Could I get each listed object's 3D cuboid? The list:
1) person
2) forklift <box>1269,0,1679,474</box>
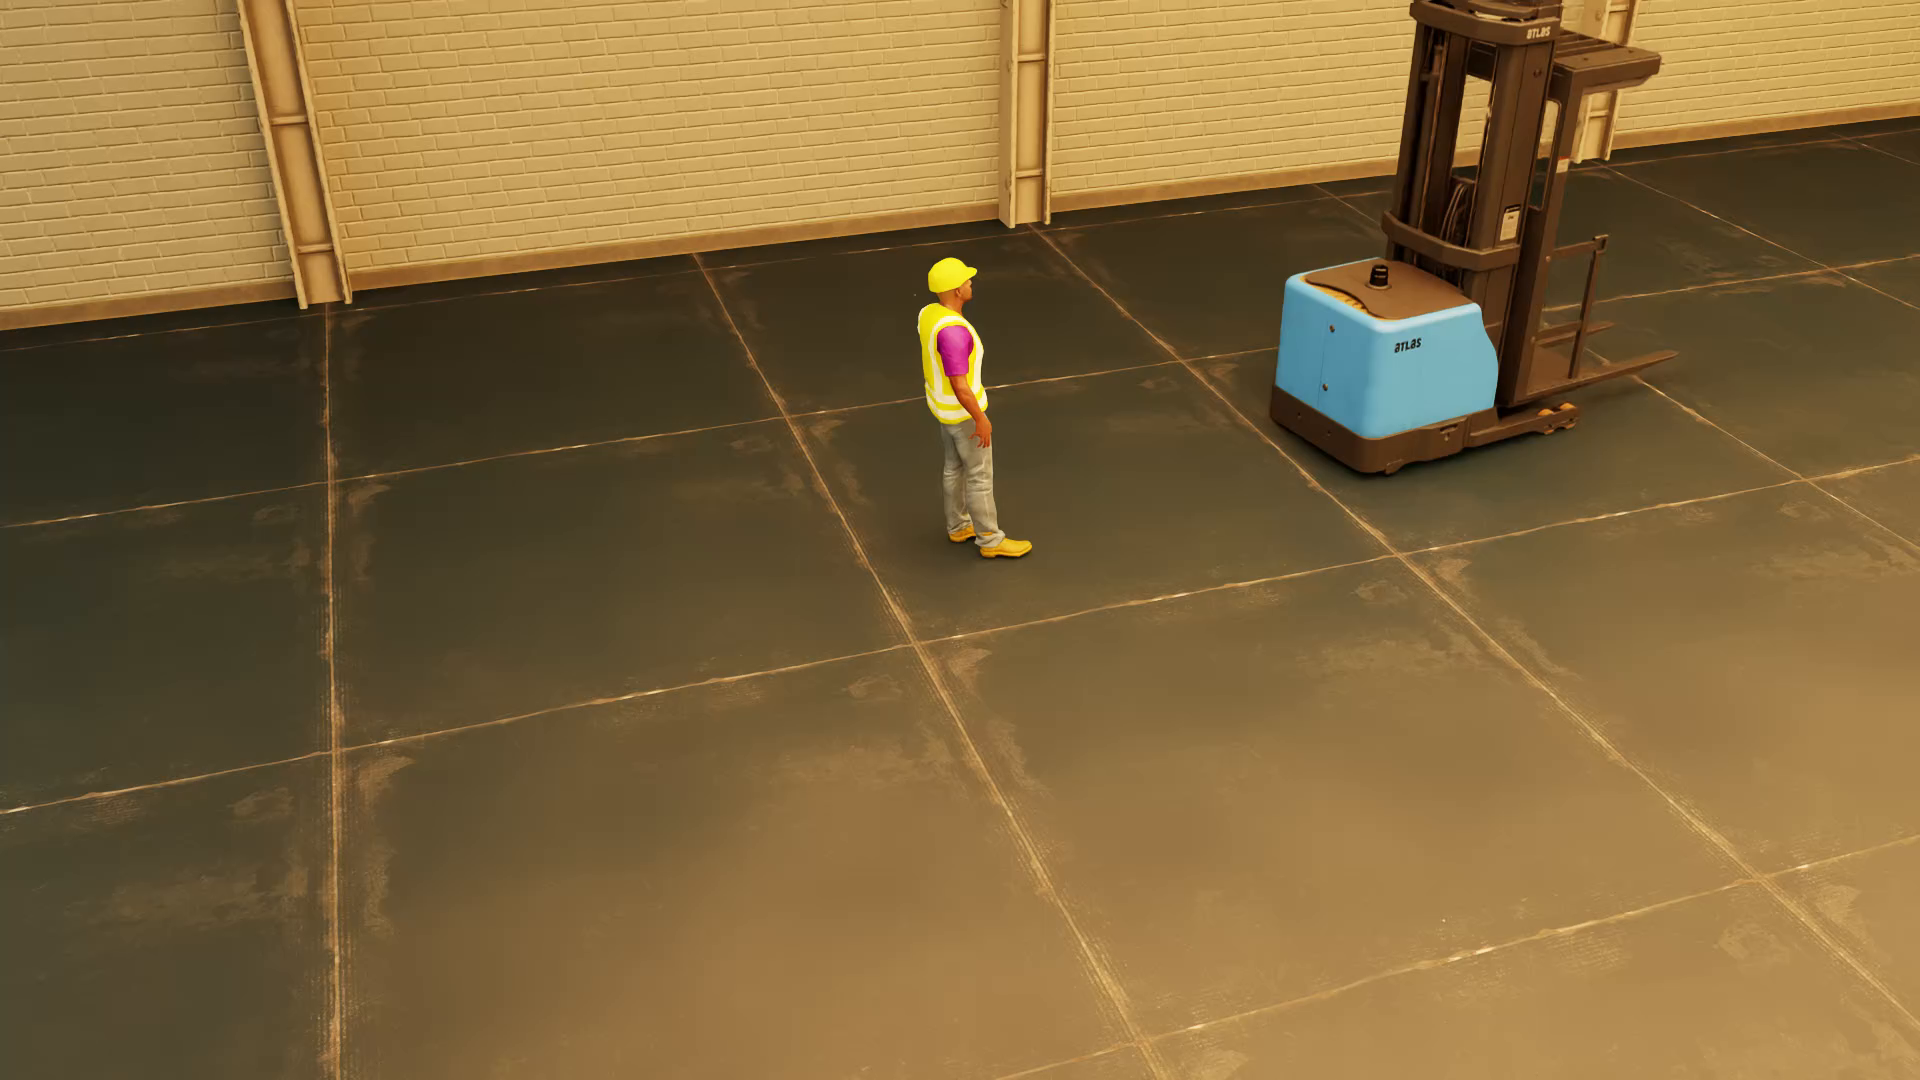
[{"bbox_3d":[0.068,-0.779,9.596,0.577,1.764,0.665,-10,31,-16],"label":"person"},{"bbox_3d":[3.660,-2.205,10.919,3.031,2.935,1.130,-15,33,-24],"label":"forklift"}]
